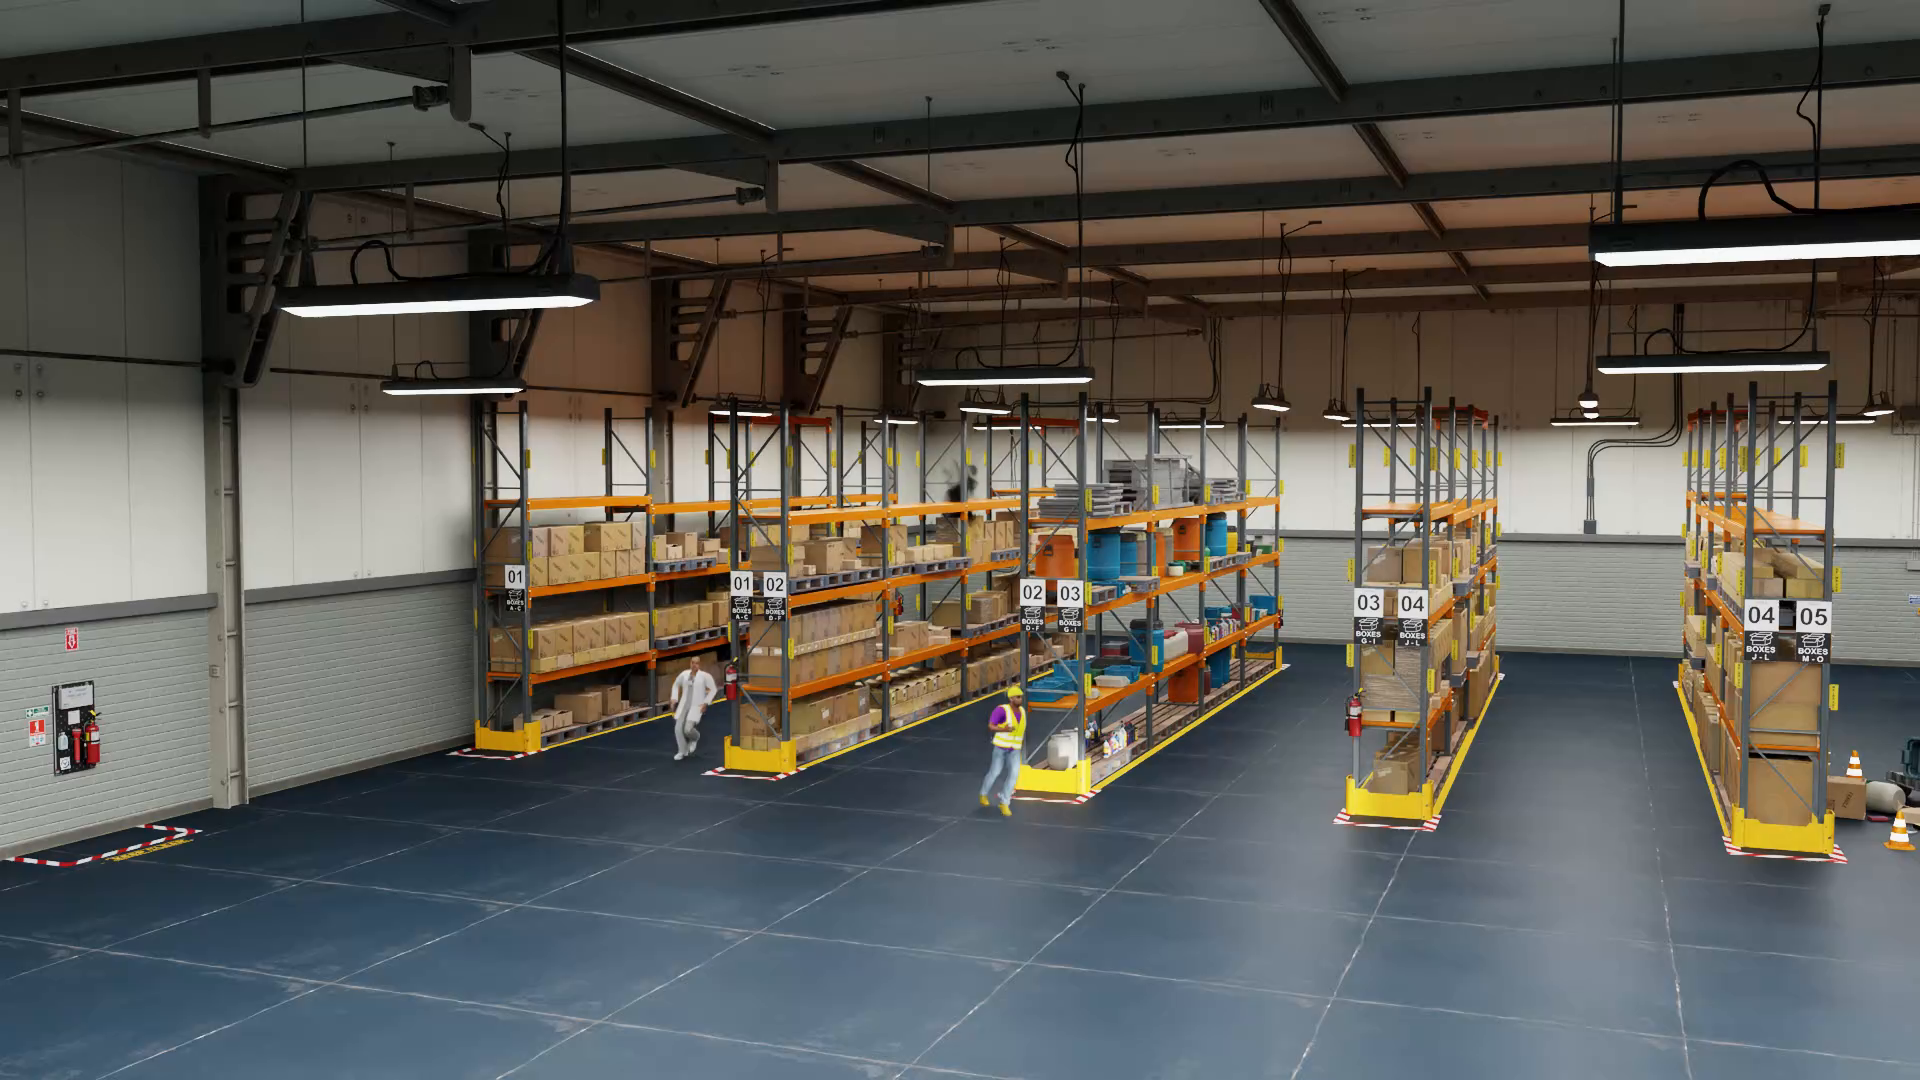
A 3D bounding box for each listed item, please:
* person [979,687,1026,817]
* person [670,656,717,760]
[{"bbox_3d":[0.704,2.977,23.682,0.703,1.776,0.801,-1,3,-24],"label":"person"},{"bbox_3d":[-4.472,2.806,27.799,0.763,1.726,0.587,1,3,16],"label":"person"}]
